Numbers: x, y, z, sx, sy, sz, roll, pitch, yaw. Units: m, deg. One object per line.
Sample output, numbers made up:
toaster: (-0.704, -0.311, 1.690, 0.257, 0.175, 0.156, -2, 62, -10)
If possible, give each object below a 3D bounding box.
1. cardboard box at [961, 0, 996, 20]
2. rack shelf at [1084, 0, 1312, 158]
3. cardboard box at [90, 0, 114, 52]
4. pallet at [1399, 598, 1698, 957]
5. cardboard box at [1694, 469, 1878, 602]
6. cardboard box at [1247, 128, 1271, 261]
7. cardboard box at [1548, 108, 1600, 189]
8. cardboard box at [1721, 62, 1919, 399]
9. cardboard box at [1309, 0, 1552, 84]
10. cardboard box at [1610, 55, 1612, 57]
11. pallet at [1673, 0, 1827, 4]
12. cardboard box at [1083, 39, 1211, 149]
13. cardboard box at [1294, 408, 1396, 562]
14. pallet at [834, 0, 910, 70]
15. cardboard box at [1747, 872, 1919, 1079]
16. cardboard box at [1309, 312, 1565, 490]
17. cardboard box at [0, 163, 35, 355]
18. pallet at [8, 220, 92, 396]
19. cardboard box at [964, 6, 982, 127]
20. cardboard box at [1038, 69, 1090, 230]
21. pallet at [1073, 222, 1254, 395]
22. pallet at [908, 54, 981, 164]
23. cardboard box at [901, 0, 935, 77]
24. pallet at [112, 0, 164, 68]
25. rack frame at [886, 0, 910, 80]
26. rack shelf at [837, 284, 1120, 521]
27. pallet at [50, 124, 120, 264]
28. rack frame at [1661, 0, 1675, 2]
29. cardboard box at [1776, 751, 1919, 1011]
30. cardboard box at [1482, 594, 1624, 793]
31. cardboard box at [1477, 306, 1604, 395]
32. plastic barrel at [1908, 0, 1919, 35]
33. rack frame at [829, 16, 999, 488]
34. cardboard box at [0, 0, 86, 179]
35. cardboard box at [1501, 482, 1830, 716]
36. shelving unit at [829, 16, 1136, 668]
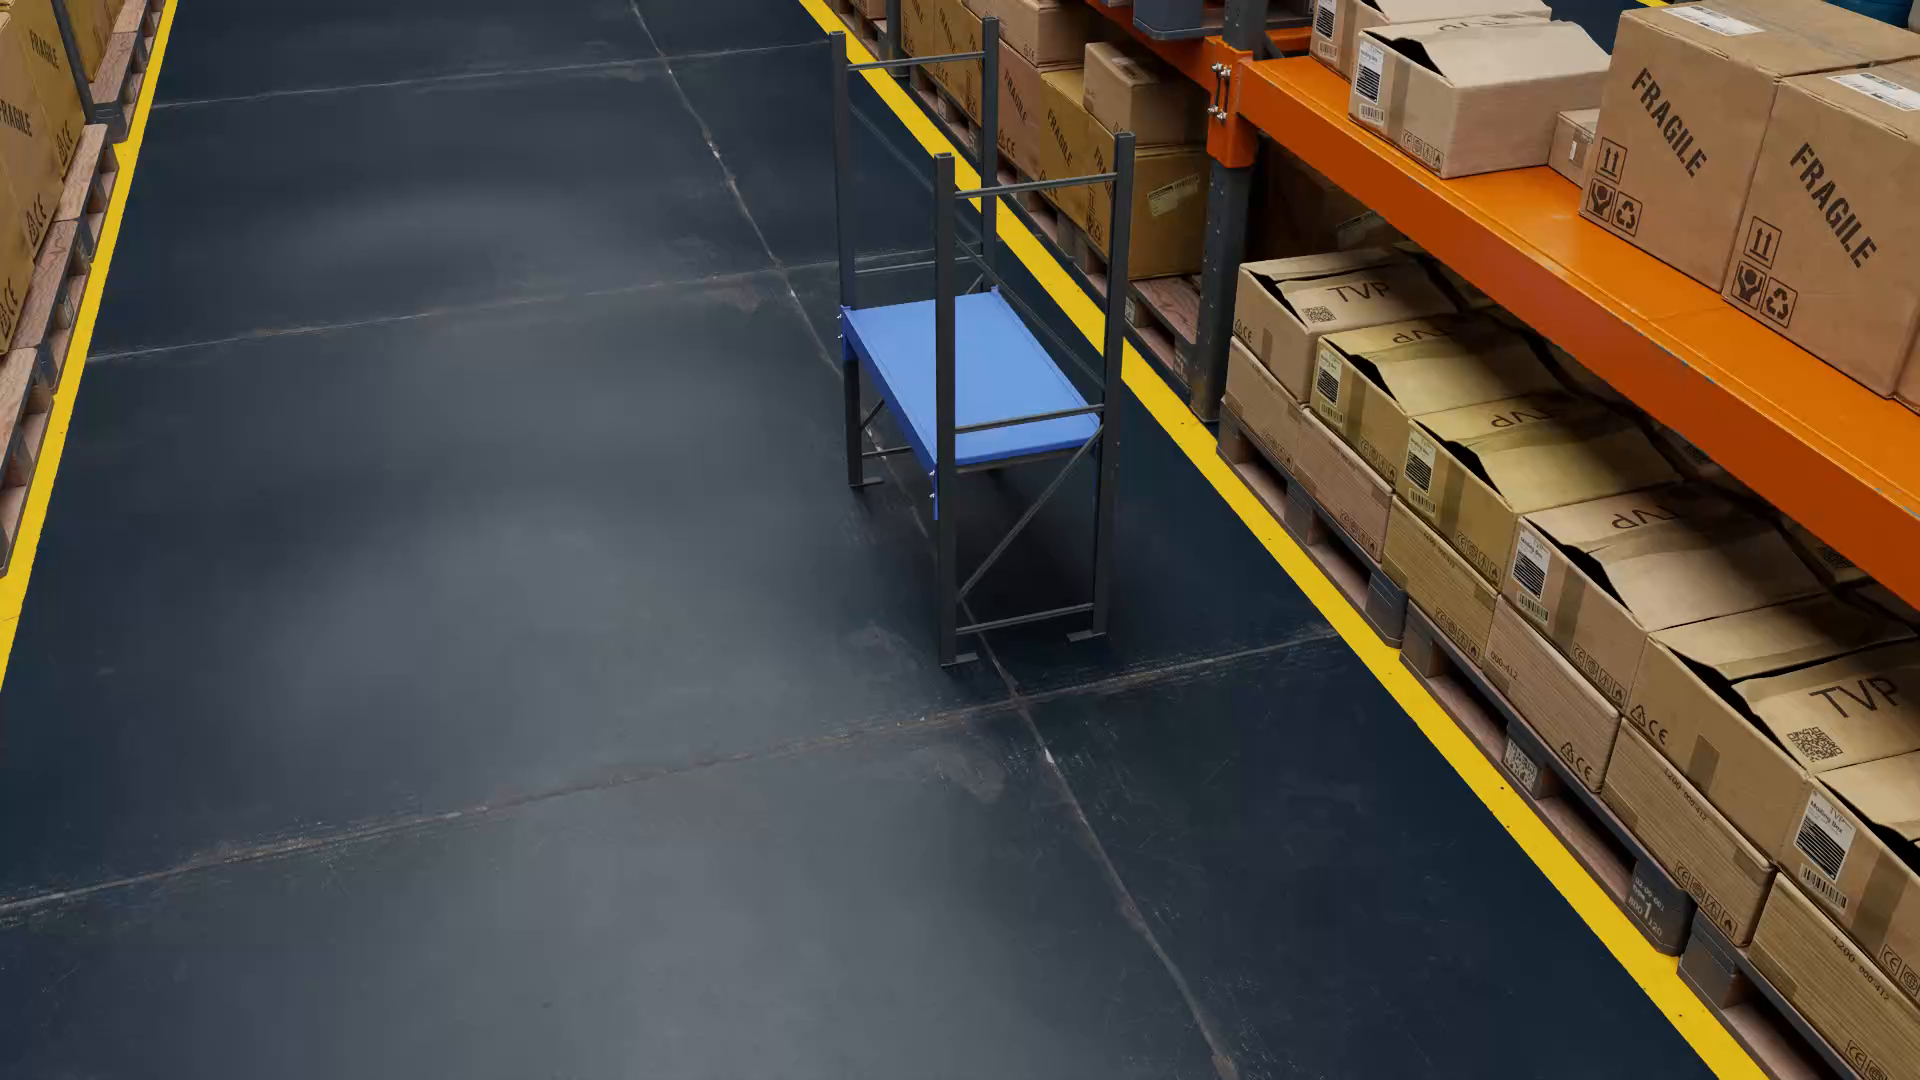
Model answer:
cardboard box: (0.316, -2.504, 7.507, 0.500, 0.250, 0.500, -10, 35, -15)
rack shelf: (0.706, -2.521, 6.996, 1.077, 0.370, 4.000, -10, 35, -15)
cardboard box: (-4.901, -2.842, 8.717, 0.700, 0.500, 0.500, -10, 35, -15)
pallet: (1.898, 0.471, 4.346, 1.003, 0.211, 1.213, -10, 35, -15)
cardboard box: (2.177, 0.002, 4.131, 0.500, 0.311, 0.500, -9, 35, -13)
cardboard box: (1.284, -1.472, 6.625, 0.500, 0.500, 0.500, -11, 35, -16)
cardboard box: (1.759, -1.006, 4.279, 0.380, 0.149, 0.250, -8, 34, -11)
cardboard box: (2.004, -0.658, 3.434, 0.500, 0.500, 0.500, -10, 35, -15)
cardboard box: (1.385, -1.535, 4.933, 0.500, 0.311, 0.500, -8, 34, -12)
cardboard box: (1.853, -1.240, 4.634, 0.380, 0.149, 0.250, -10, 35, -15)
pallet: (5.010, -3.126, 9.790, 1.003, 0.211, 1.213, -10, 35, -15)
cardboard box: (0.786, -1.705, 6.297, 0.500, 0.250, 0.500, -9, 34, -13)
cardboard box: (1.350, -0.211, 4.961, 0.500, 0.250, 0.500, -11, 35, -16)
pallet: (-0.113, -3.068, 9.702, 1.003, 0.211, 1.213, -10, 35, -15)
cardboard box: (1.981, 0.867, 3.331, 0.500, 0.250, 0.500, -11, 35, -15)
cardboard box: (1.364, -0.434, 4.790, 0.500, 0.311, 0.500, -11, 35, -16)
cardboard box: (-3.761, -1.083, 5.737, 0.750, 0.750, 0.750, -10, 35, -15)
pallet: (-3.938, -0.838, 6.327, 1.003, 0.211, 1.213, -10, 35, -15)
cardboard box: (0.330, -2.175, 7.688, 0.500, 0.500, 0.500, -10, 35, -14)
cardboard box: (0.650, -1.635, 6.871, 0.500, 0.500, 0.500, -11, 35, -16)
pallet: (1.124, -1.006, 6.580, 1.003, 0.211, 1.213, -10, 35, -15)
pallet: (0.380, -2.287, 8.519, 1.003, 0.211, 1.213, -10, 35, -15)
cardboard box: (0.011, -2.716, 8.508, 0.500, 0.500, 0.500, -12, 35, -17)
pallet: (-5.154, -2.926, 9.487, 1.003, 0.211, 1.213, -10, 35, -15)
rack frame: (0.096, -3.871, 8.387, 1.000, 3.000, 0.127, -10, 35, -15)
rack shelf: (0.026, -0.431, 4.868, 0.538, 0.185, 1.000, -10, 35, -15)
pallet: (-4.314, -1.480, 7.298, 1.003, 0.211, 1.213, -10, 35, -15)
rack frame: (4.814, -4.702, 9.644, 1.000, 3.000, 0.127, -10, 35, -15)
cardboard box: (1.975, 0.631, 3.179, 0.500, 0.311, 0.500, -9, 35, -13)
cardboard box: (1.671, 0.331, 4.142, 0.500, 0.250, 0.500, -9, 35, -14)
cardboard box: (1.875, -0.527, 4.932, 0.500, 0.311, 0.500, -11, 35, -15)
plastic barrel: (5.267, -2.867, 8.744, 0.421, 0.512, 0.421, 0, 33, 0)
rack frame: (-0.129, -0.848, 5.173, 0.500, 1.500, 0.032, -10, 35, -15)
cardboard box: (-4.299, -1.995, 7.117, 0.750, 0.750, 0.750, -10, 35, -14)
cardboard box: (1.675, 0.104, 3.976, 0.500, 0.311, 0.500, -10, 35, -15)
shelving unit: (0.026, -0.581, 4.769, 0.538, 1.500, 1.048, -10, 35, -15)
